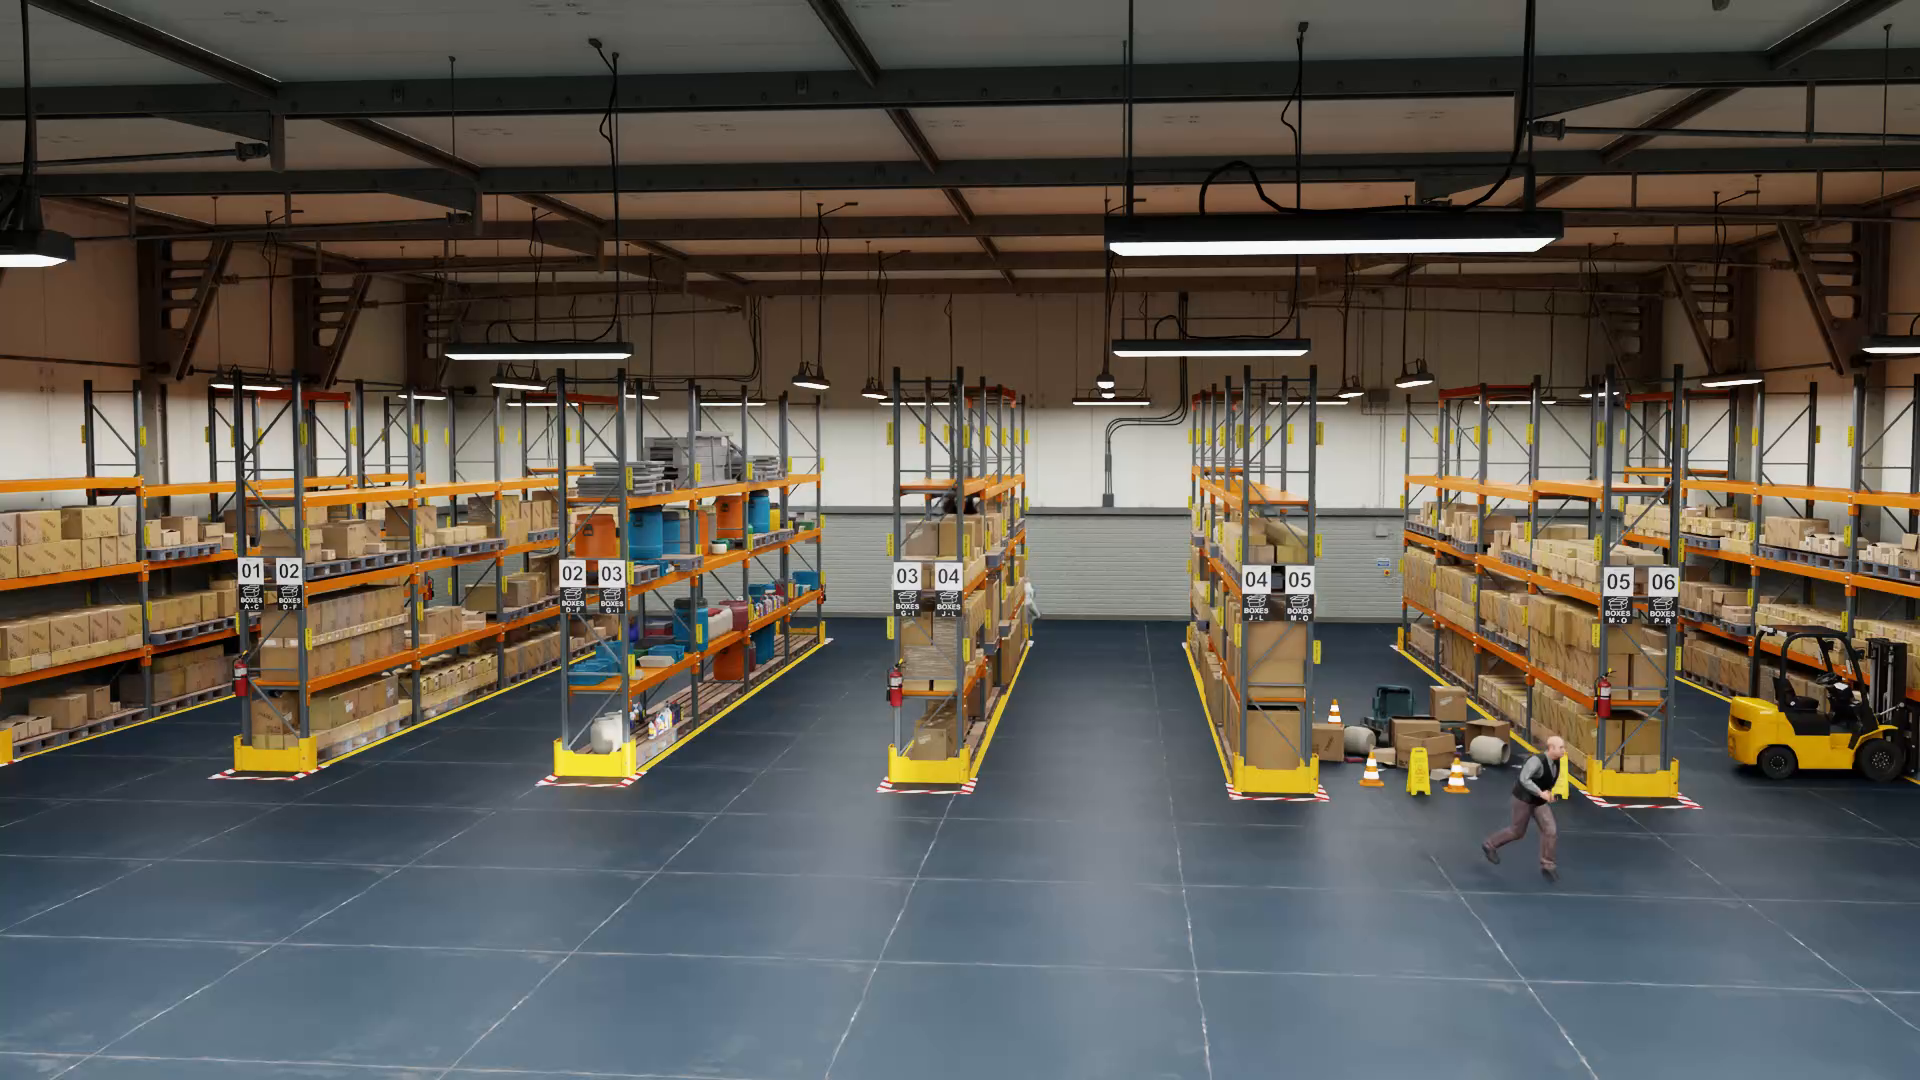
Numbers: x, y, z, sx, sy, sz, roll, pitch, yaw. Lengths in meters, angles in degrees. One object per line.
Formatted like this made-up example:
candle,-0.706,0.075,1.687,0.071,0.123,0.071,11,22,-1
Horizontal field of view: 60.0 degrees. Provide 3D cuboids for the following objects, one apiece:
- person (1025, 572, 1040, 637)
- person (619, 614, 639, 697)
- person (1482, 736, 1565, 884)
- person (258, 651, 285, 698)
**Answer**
person,1.676,1.601,41.233,0.593,1.649,0.635,3,5,40
person,-6.330,2.214,32.337,0.548,1.605,0.775,1,4,9
person,6.440,3.022,18.971,0.697,1.680,1.009,-3,5,-44
person,-12.482,2.350,30.231,0.532,1.551,0.553,-1,4,-8
